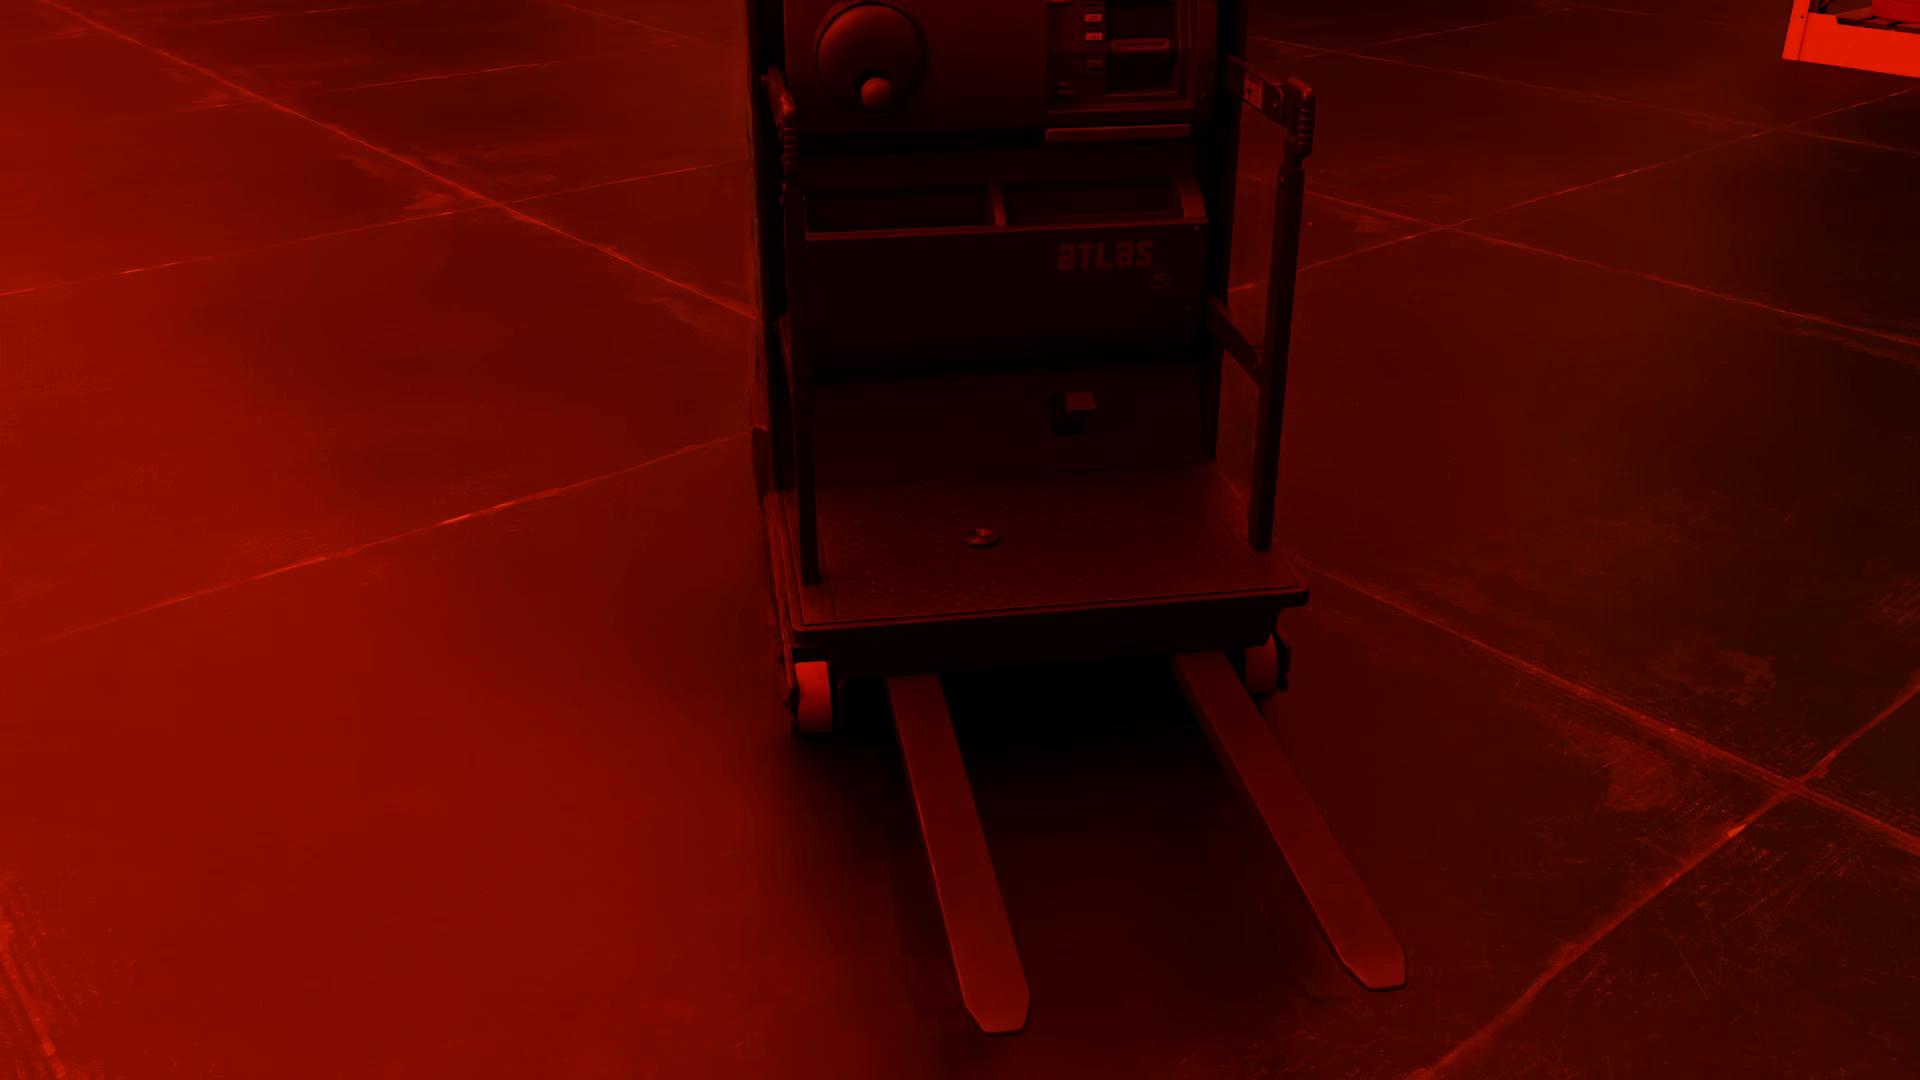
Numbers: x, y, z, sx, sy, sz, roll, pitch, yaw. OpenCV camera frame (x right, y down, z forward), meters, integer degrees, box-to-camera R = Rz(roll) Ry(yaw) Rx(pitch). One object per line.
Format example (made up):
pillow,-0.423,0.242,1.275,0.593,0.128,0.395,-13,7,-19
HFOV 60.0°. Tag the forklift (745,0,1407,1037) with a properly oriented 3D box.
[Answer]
forklift,0.126,-1.057,3.334,1.130,2.935,3.031,-4,27,-8
